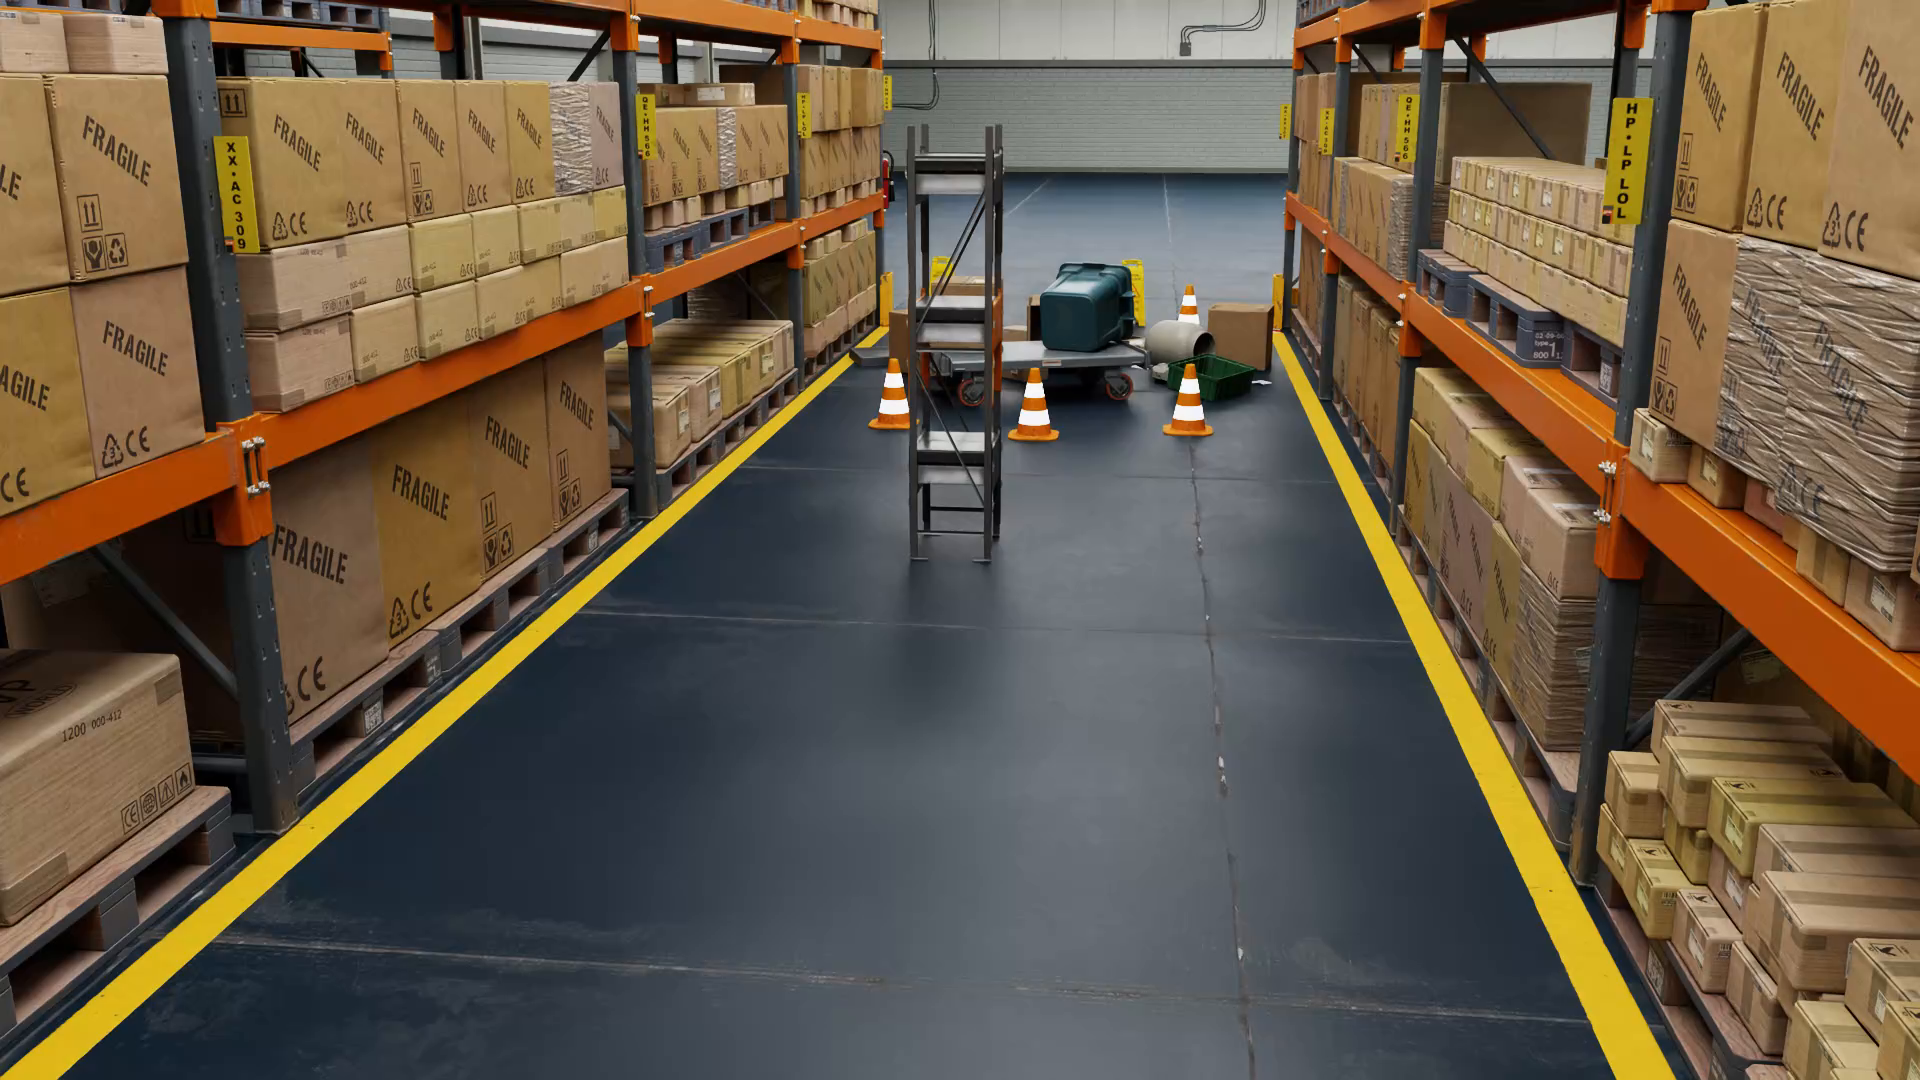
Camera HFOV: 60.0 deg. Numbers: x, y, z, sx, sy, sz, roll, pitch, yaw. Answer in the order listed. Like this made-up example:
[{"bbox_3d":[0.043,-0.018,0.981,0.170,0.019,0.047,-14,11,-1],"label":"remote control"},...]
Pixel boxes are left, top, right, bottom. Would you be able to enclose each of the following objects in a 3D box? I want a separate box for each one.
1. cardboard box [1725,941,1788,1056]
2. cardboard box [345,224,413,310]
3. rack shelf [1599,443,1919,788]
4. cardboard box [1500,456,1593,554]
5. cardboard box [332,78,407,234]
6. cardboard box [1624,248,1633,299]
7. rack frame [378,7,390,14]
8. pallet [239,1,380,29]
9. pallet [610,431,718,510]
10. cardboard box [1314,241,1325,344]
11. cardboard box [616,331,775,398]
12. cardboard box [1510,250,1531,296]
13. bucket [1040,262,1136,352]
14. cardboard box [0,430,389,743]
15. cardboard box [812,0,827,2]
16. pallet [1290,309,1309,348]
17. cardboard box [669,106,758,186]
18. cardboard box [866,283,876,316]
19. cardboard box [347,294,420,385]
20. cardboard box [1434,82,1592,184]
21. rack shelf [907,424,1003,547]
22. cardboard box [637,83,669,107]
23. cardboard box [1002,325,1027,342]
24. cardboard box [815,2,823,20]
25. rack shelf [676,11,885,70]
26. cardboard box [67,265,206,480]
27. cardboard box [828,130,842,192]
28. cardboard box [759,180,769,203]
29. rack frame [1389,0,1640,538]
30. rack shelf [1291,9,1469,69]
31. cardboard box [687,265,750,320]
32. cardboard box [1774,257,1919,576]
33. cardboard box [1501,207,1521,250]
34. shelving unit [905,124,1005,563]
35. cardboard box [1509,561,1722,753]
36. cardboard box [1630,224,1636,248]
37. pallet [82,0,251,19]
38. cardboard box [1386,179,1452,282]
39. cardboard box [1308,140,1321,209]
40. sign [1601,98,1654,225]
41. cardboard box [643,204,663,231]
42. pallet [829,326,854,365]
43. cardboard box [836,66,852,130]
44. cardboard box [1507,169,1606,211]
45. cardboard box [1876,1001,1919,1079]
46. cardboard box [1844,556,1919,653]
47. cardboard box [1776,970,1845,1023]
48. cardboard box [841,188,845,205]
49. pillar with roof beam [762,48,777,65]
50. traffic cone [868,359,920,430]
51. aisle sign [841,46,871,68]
[{"bbox_3d":[1.968,1.036,3.741,0.380,0.149,0.250,1,15,5],"label":"cardboard box"},{"bbox_3d":[-2.255,-0.955,5.778,0.500,0.250,0.500,2,15,7],"label":"cardboard box"},{"bbox_3d":[2.088,0.441,2.662,1.077,0.370,4.000,2,15,6],"label":"rack shelf"},{"bbox_3d":[2.218,-0.116,5.894,0.500,0.250,0.500,2,15,9],"label":"cardboard box"},{"bbox_3d":[-2.251,-1.314,5.667,0.500,0.500,0.500,2,15,6],"label":"cardboard box"},{"bbox_3d":[2.163,-0.759,4.829,0.380,0.149,0.250,2,15,8],"label":"cardboard box"},{"bbox_3d":[-6.194,-6.698,16.193,1.000,3.000,0.127,2,15,6],"label":"rack frame"},{"bbox_3d":[-6.300,-5.025,15.920,1.003,0.211,1.213,2,15,6],"label":"pallet"},{"bbox_3d":[-2.075,-0.438,9.879,1.003,0.211,1.213,2,15,6],"label":"pallet"},{"bbox_3d":[3.455,-2.072,13.843,0.875,0.875,0.875,2,15,7],"label":"cardboard box"},{"bbox_3d":[-1.848,-1.231,11.697,0.950,0.372,0.625,3,15,10],"label":"cardboard box"},{"bbox_3d":[2.336,-1.022,6.373,0.380,0.149,0.250,1,15,4],"label":"cardboard box"},{"bbox_3d":[0.941,-1.756,12.770,0.726,0.611,0.620,7,27,25],"label":"bucket"},{"bbox_3d":[-2.625,0.115,5.755,0.875,0.875,0.875,2,15,8],"label":"cardboard box"},{"bbox_3d":[-1.342,-4.379,13.079,0.500,0.250,0.500,2,15,6],"label":"cardboard box"},{"bbox_3d":[3.655,-1.981,15.585,1.003,0.211,1.213,2,15,6],"label":"pallet"},{"bbox_3d":[-1.656,-2.625,11.057,0.500,0.500,0.500,2,15,8],"label":"cardboard box"},{"bbox_3d":[-1.088,-2.308,15.915,0.500,0.250,0.500,2,15,6],"label":"cardboard box"},{"bbox_3d":[-2.247,-0.713,5.838,0.500,0.250,0.500,1,15,5],"label":"cardboard box"},{"bbox_3d":[2.826,-2.109,8.609,0.700,0.500,0.500,2,15,6],"label":"cardboard box"},{"bbox_3d":[-0.019,-0.282,8.415,0.431,0.518,0.480,2,15,6],"label":"rack shelf"},{"bbox_3d":[-2.138,-2.931,10.945,0.380,0.149,0.250,3,15,9],"label":"cardboard box"},{"bbox_3d":[0.597,-1.881,15.334,0.380,0.149,0.250,11,19,35],"label":"cardboard box"},{"bbox_3d":[-1.322,-4.286,13.501,0.380,0.149,0.250,1,15,5],"label":"cardboard box"},{"bbox_3d":[-1.487,-4.239,14.223,1.077,0.370,4.000,2,15,6],"label":"rack shelf"},{"bbox_3d":[-2.414,-0.465,4.443,0.500,0.500,0.500,2,15,7],"label":"cardboard box"},{"bbox_3d":[-1.283,-3.178,13.906,0.500,0.500,0.500,2,15,6],"label":"cardboard box"},{"bbox_3d":[-1.538,-2.423,11.554,0.380,0.149,0.250,1,15,5],"label":"cardboard box"},{"bbox_3d":[2.765,-1.462,8.323,1.000,3.000,0.127,2,15,6],"label":"rack frame"},{"bbox_3d":[3.442,-4.119,13.781,1.077,0.370,4.000,2,15,6],"label":"rack shelf"},{"bbox_3d":[-1.913,-2.018,13.405,0.500,0.500,0.500,1,15,5],"label":"cardboard box"},{"bbox_3d":[1.866,-0.238,3.032,0.500,0.500,0.500,1,15,5],"label":"cardboard box"},{"bbox_3d":[2.367,-1.234,6.585,0.380,0.149,0.250,2,15,6],"label":"cardboard box"},{"bbox_3d":[-0.019,-0.971,8.229,0.431,2.100,0.503,2,15,6],"label":"shelving unit"},{"bbox_3d":[2.147,0.380,5.495,0.500,0.500,0.500,1,15,5],"label":"cardboard box"},{"bbox_3d":[2.165,-0.903,4.793,0.380,0.149,0.250,2,15,9],"label":"cardboard box"},{"bbox_3d":[-6.575,-4.392,13.580,1.003,0.211,1.213,2,15,6],"label":"pallet"},{"bbox_3d":[2.549,-1.635,8.771,0.500,0.500,0.500,2,15,6],"label":"cardboard box"},{"bbox_3d":[3.424,-3.088,14.050,0.875,0.550,0.500,2,15,6],"label":"cardboard box"},{"bbox_3d":[1.762,-0.999,4.392,0.100,0.325,0.005,2,15,6],"label":"sign"},{"bbox_3d":[-1.878,-1.814,9.302,0.380,0.149,0.250,1,15,3],"label":"cardboard box"},{"bbox_3d":[-1.537,-1.766,14.788,1.003,0.211,1.213,2,15,6],"label":"pallet"},{"bbox_3d":[-1.285,-3.663,13.784,0.700,0.500,0.500,1,15,5],"label":"cardboard box"},{"bbox_3d":[2.374,-1.376,6.540,0.380,0.149,0.250,2,15,8],"label":"cardboard box"},{"bbox_3d":[1.867,0.949,2.922,0.380,0.149,0.250,2,15,7],"label":"cardboard box"},{"bbox_3d":[1.857,0.103,3.015,0.380,0.149,0.250,2,15,9],"label":"cardboard box"},{"bbox_3d":[1.936,0.963,3.442,0.380,0.149,0.250,2,15,9],"label":"cardboard box"},{"bbox_3d":[-1.205,-2.968,14.373,0.380,0.149,0.250,2,15,6],"label":"cardboard box"},{"bbox_3d":[-0.183,-12.642,38.174,9.100,9.000,0.400,2,15,6],"label":"pillar with roof beam"},{"bbox_3d":[-0.462,-1.032,11.591,0.336,0.463,0.334,2,15,6],"label":"traffic cone"},{"bbox_3d":[-0.967,-4.919,16.127,0.394,0.787,0.004,2,15,6],"label":"aisle sign"}]
